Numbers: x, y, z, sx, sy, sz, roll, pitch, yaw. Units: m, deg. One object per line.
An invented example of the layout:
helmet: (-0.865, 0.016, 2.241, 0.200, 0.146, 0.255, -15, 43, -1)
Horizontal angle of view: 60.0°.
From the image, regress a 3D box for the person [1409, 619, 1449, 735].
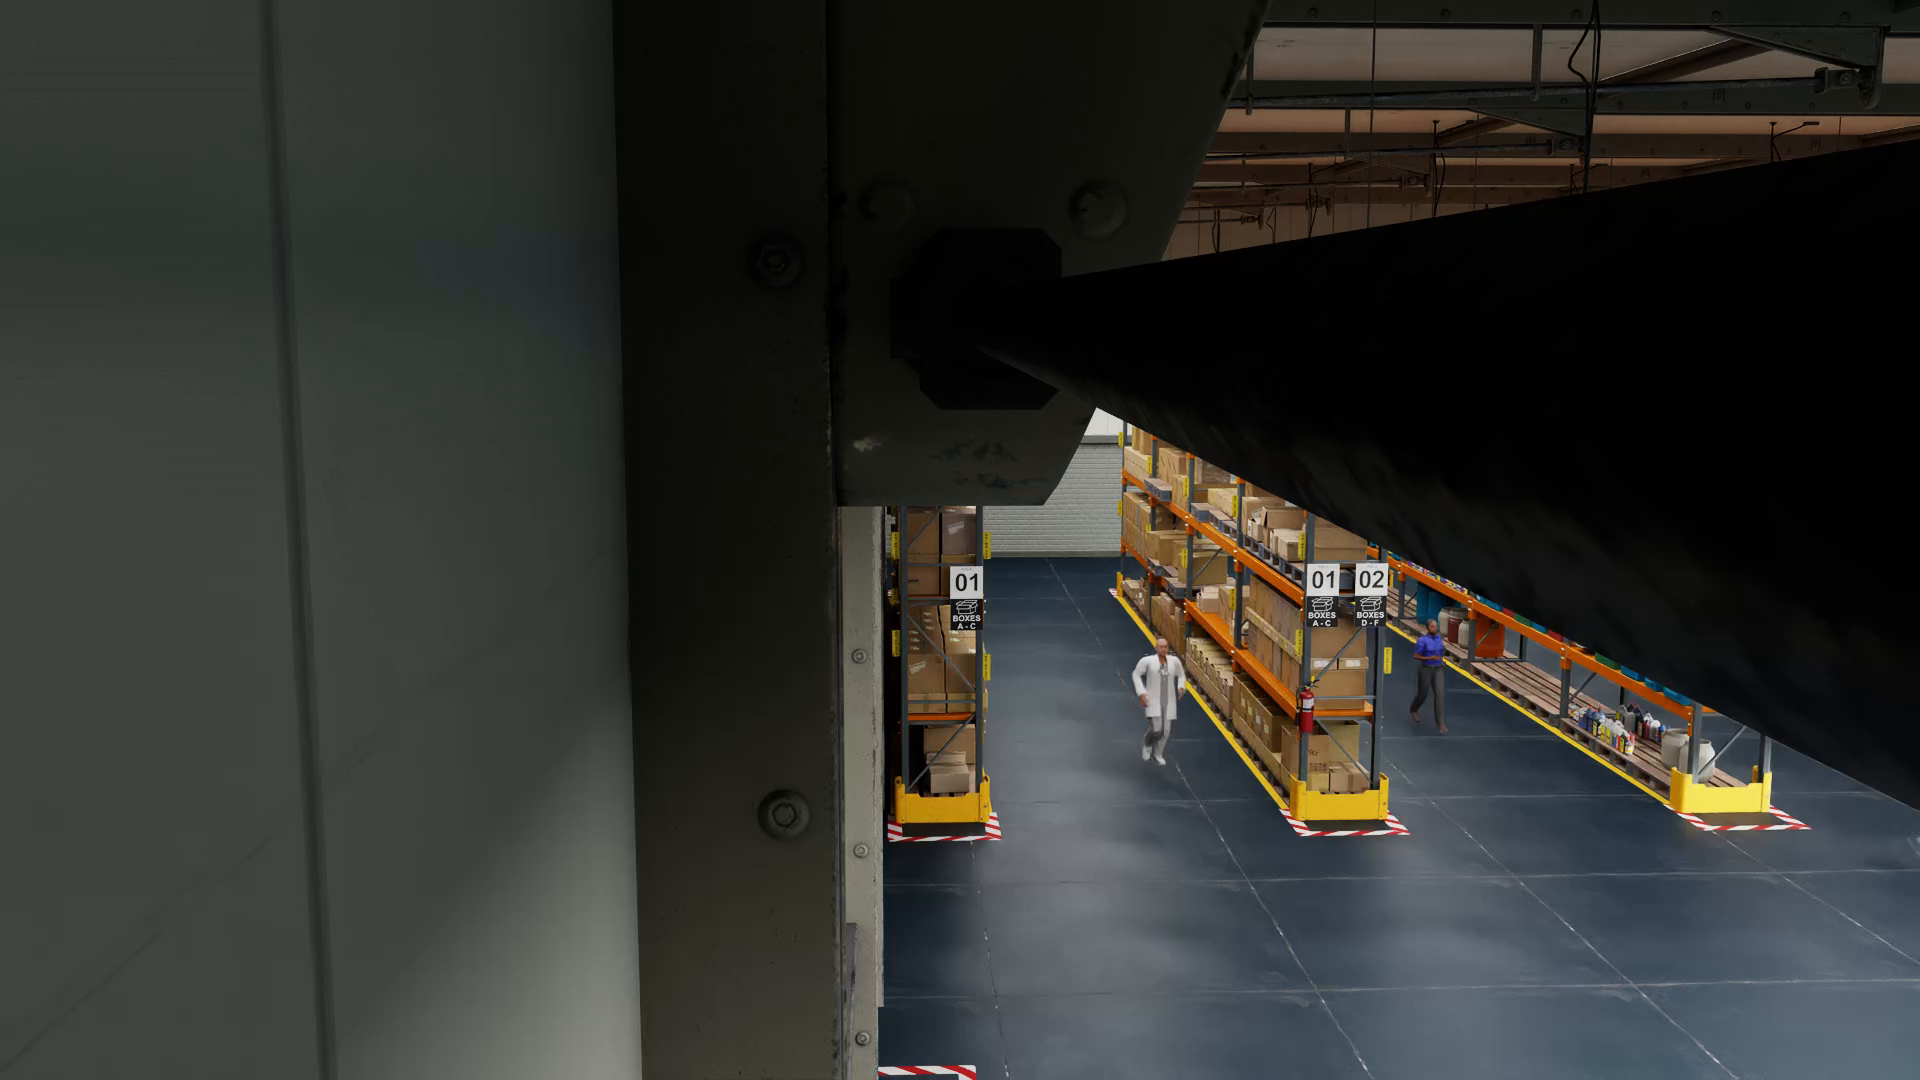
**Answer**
person: (7.031, 2.006, 24.847, 0.575, 1.640, 0.909, -2, 8, -14)

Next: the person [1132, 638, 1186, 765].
person: (2.737, 2.198, 22.563, 0.722, 1.746, 0.628, -2, 8, -13)
